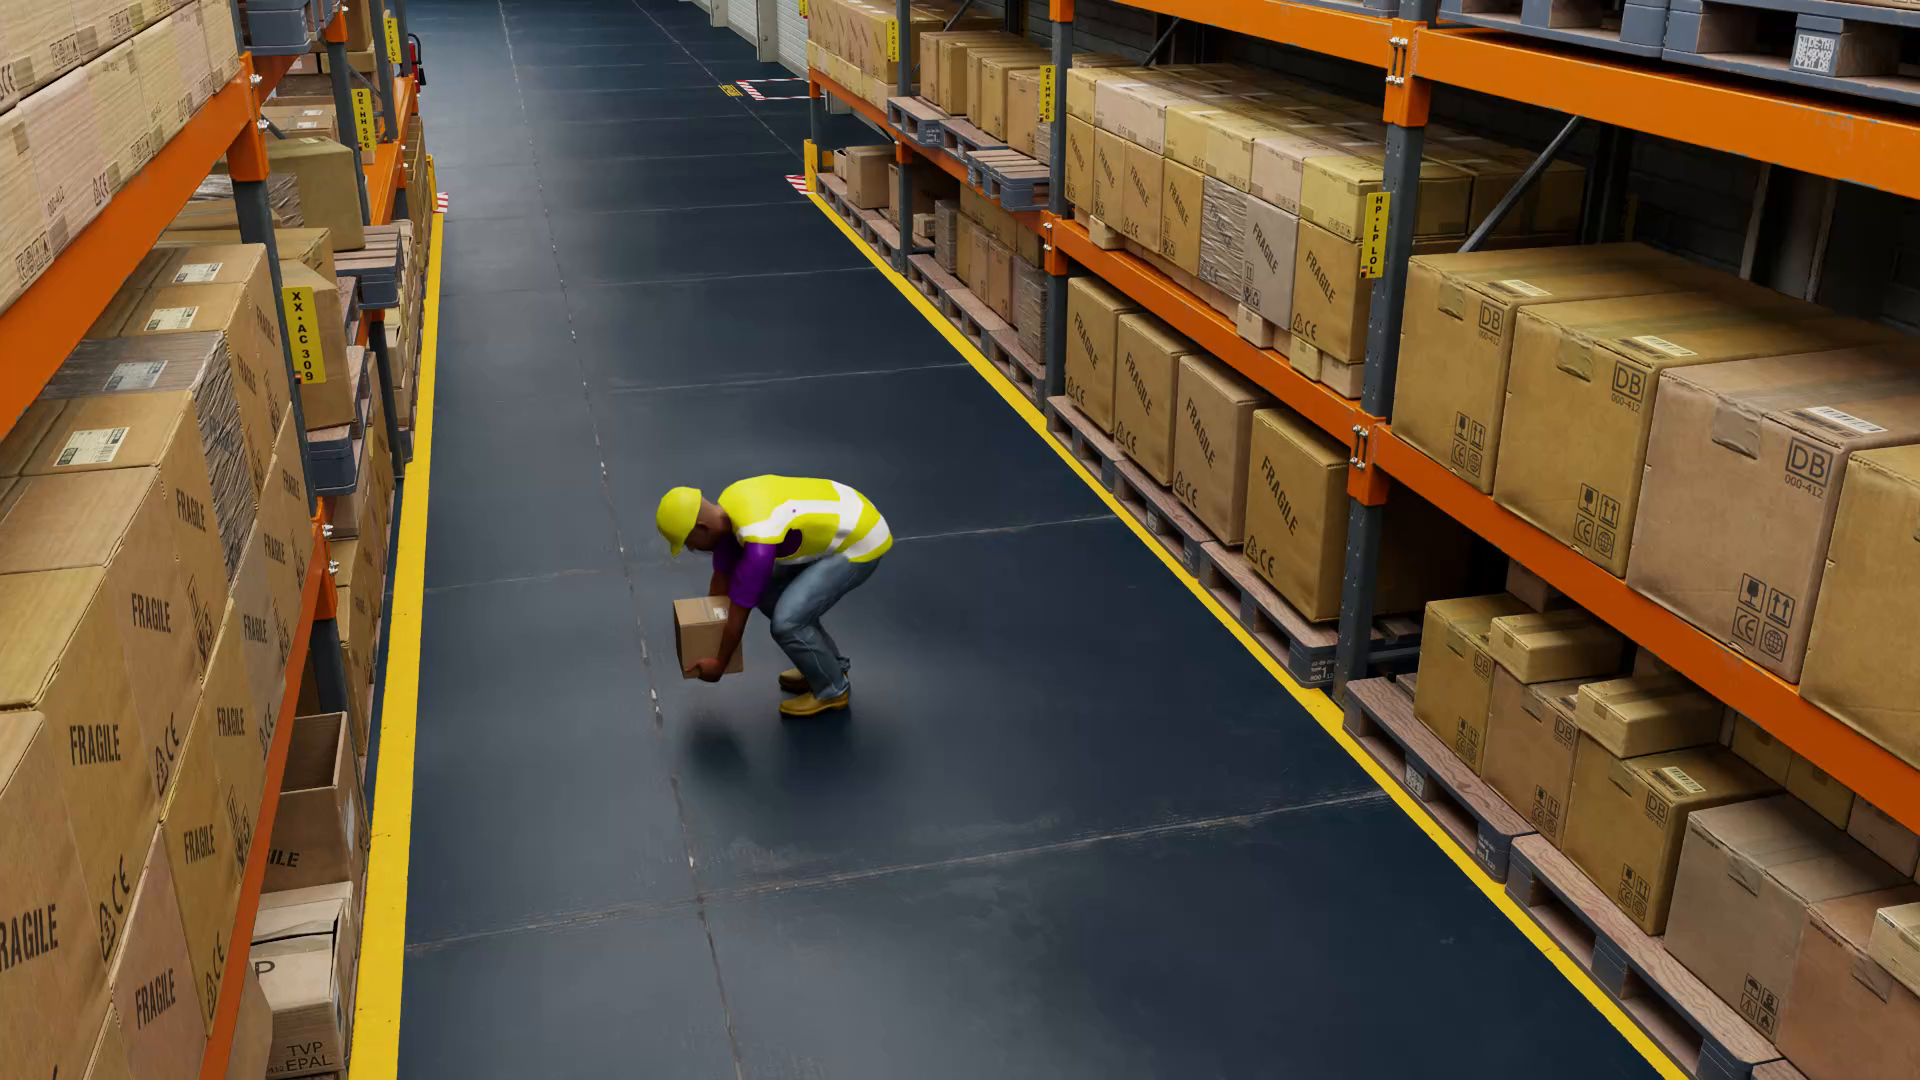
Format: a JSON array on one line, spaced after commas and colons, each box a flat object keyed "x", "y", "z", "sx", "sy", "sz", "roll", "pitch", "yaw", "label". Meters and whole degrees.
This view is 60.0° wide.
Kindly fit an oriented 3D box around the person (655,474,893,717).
[{"x": -0.763, "y": 0.224, "z": 6.964, "sx": 0.965, "sy": 1.042, "sz": 0.522, "roll": -7, "pitch": 24, "yaw": -17, "label": "person"}]
